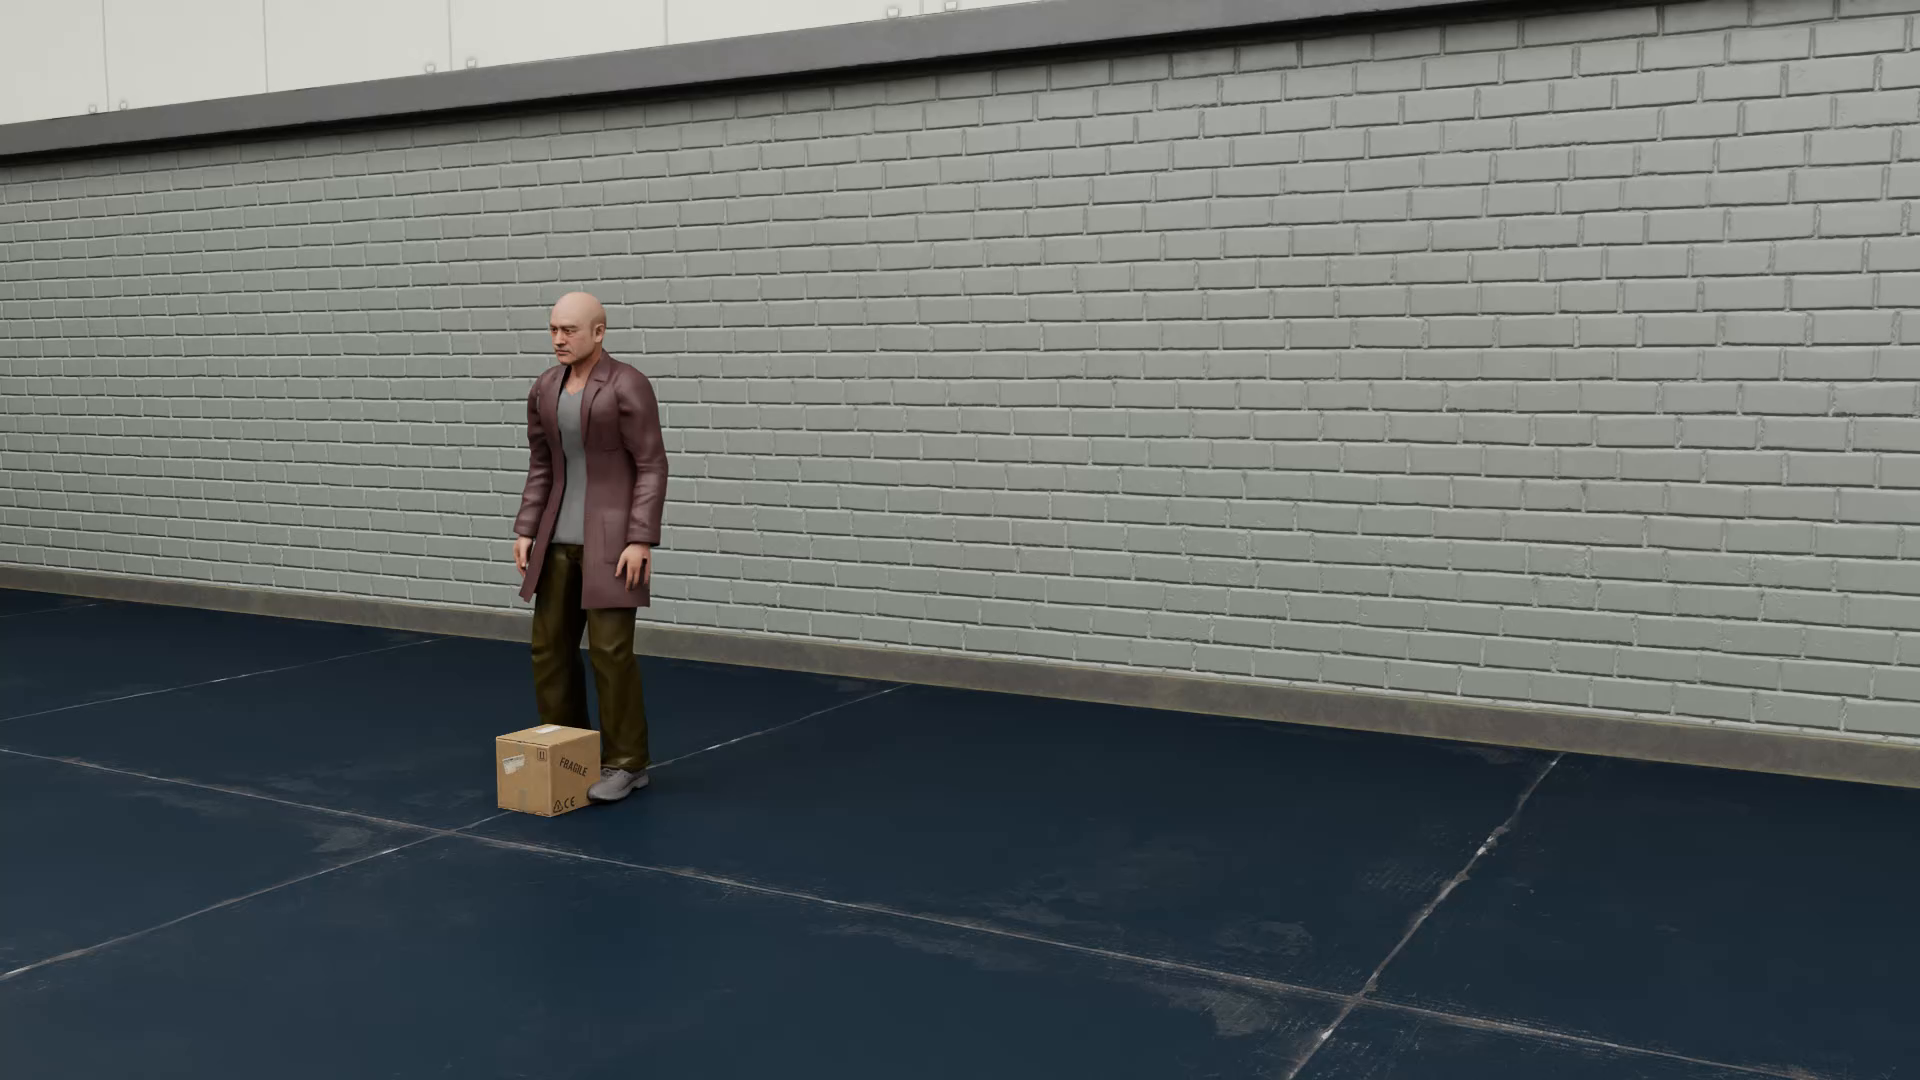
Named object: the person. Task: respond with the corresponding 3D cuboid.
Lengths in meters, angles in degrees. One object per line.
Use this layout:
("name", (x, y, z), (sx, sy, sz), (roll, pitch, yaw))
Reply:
("person", (-1.321, 0.016, 5.910), (0.644, 1.774, 0.425), (3, 7, 29))
